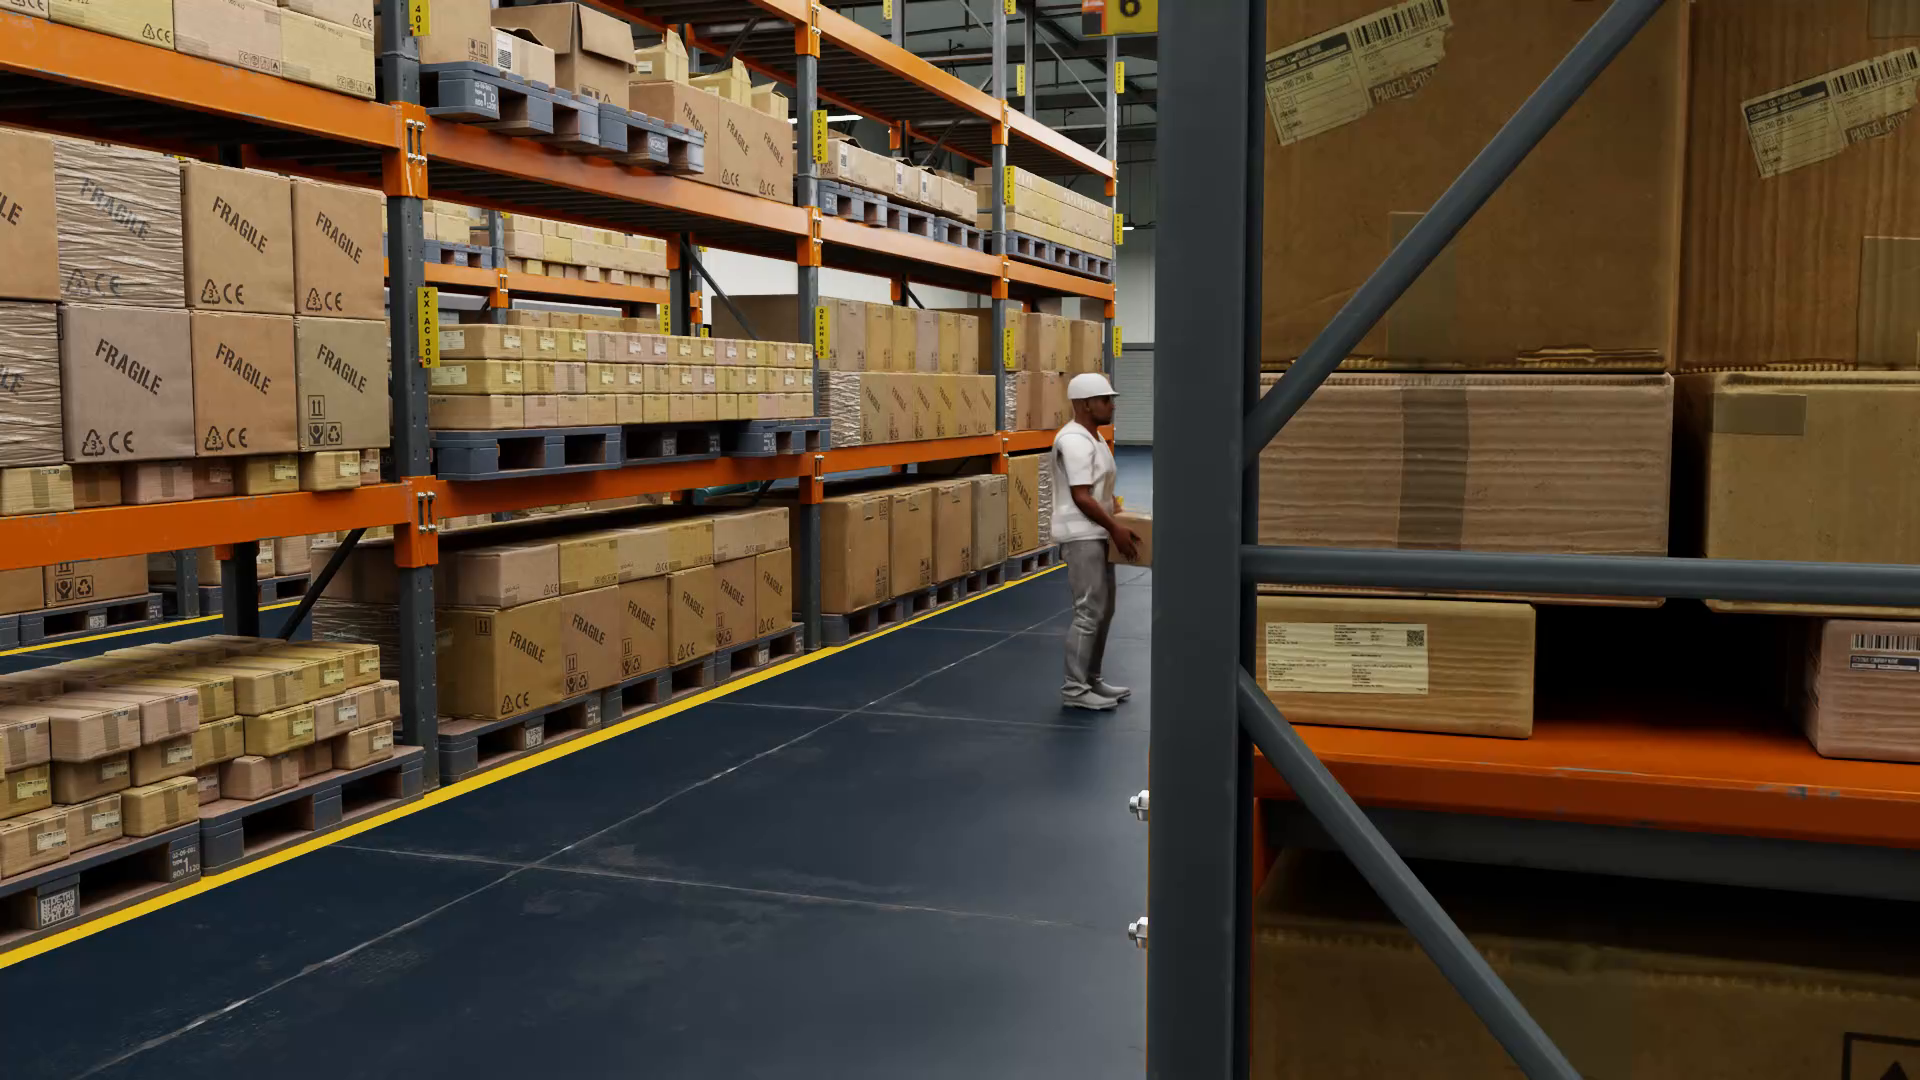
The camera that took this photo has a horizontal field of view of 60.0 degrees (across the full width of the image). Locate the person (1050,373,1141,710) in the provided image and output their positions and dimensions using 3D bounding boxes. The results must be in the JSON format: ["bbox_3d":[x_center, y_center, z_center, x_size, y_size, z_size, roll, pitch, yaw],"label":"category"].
[{"bbox_3d":[0.745,-0.001,8.877,0.509,1.768,0.562,2,5,18],"label":"person"}]
